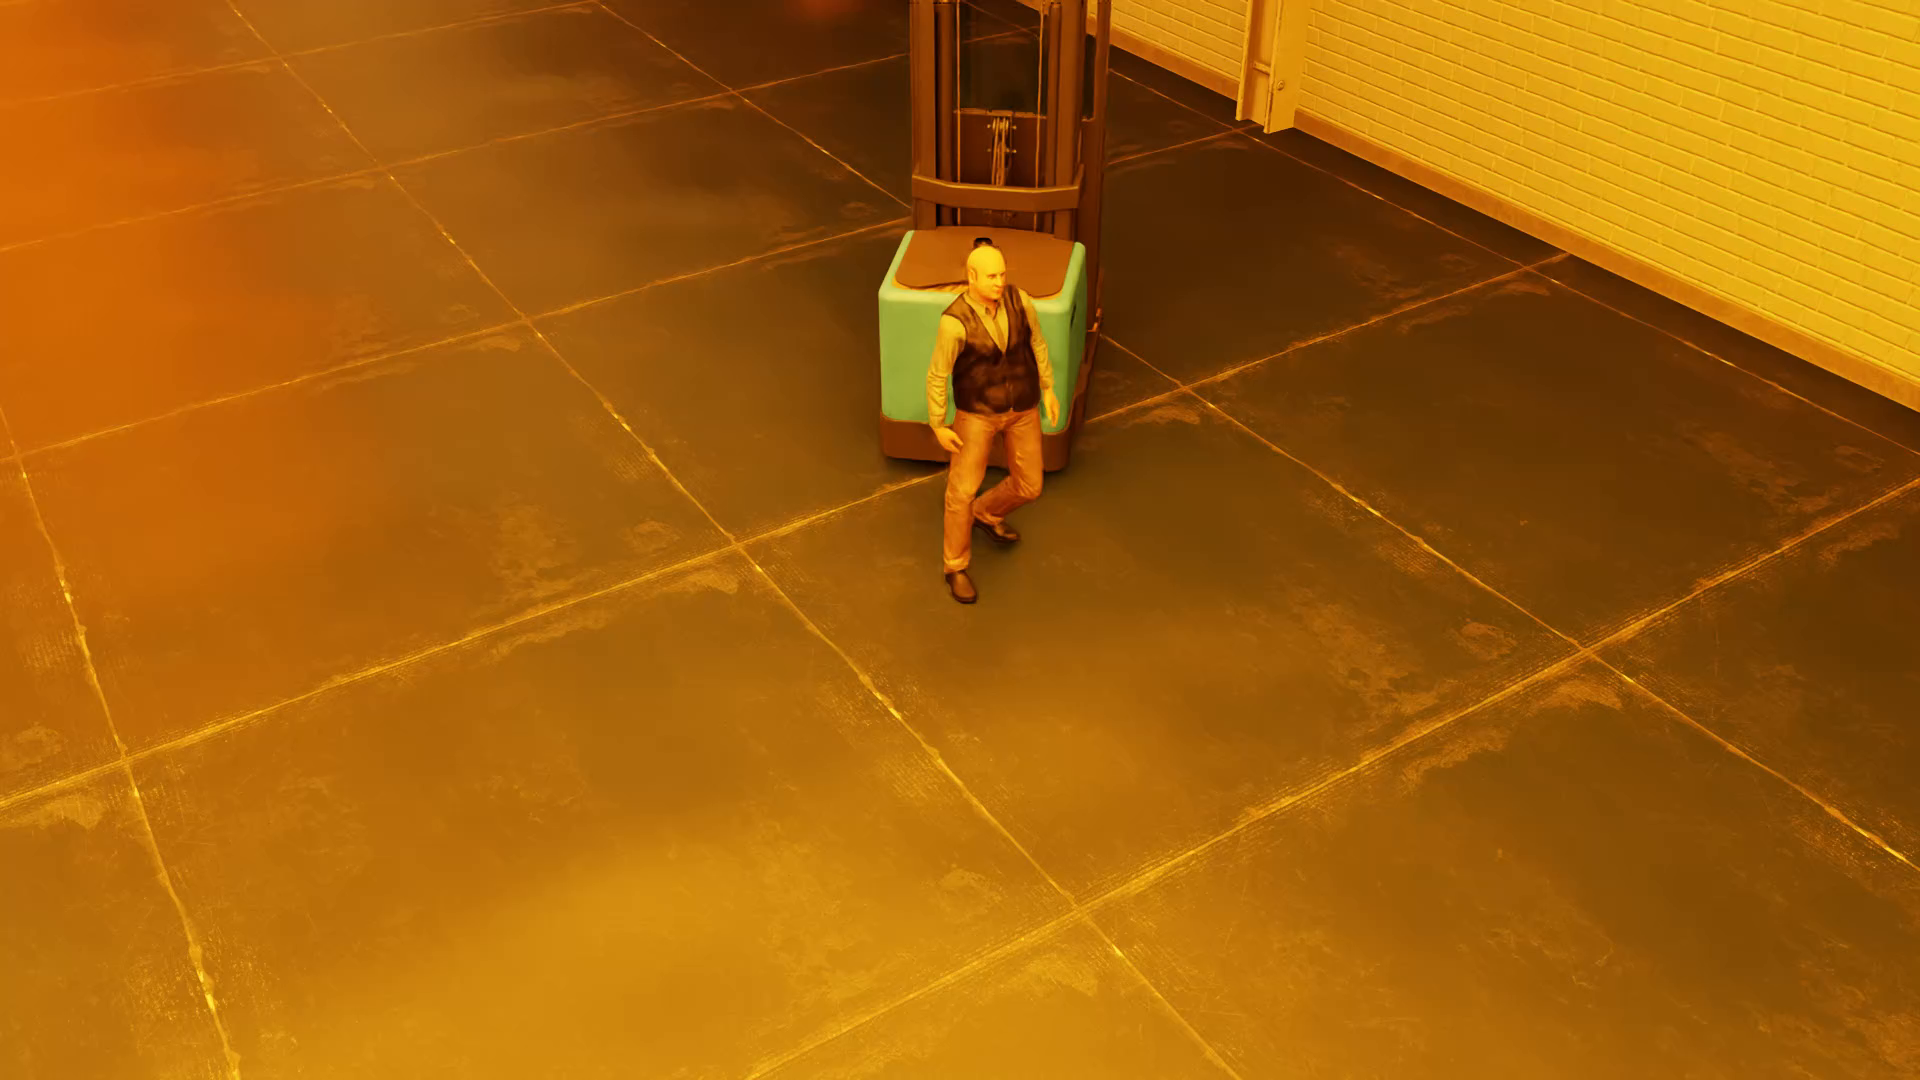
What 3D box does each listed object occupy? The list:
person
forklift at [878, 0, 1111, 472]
[{"bbox_3d":[0.186,-0.580,8.092,0.687,1.679,0.665,-14,37,-19],"label":"person"},{"bbox_3d":[0.311,-2.414,9.583,1.130,2.935,3.031,6,35,8],"label":"forklift"}]
